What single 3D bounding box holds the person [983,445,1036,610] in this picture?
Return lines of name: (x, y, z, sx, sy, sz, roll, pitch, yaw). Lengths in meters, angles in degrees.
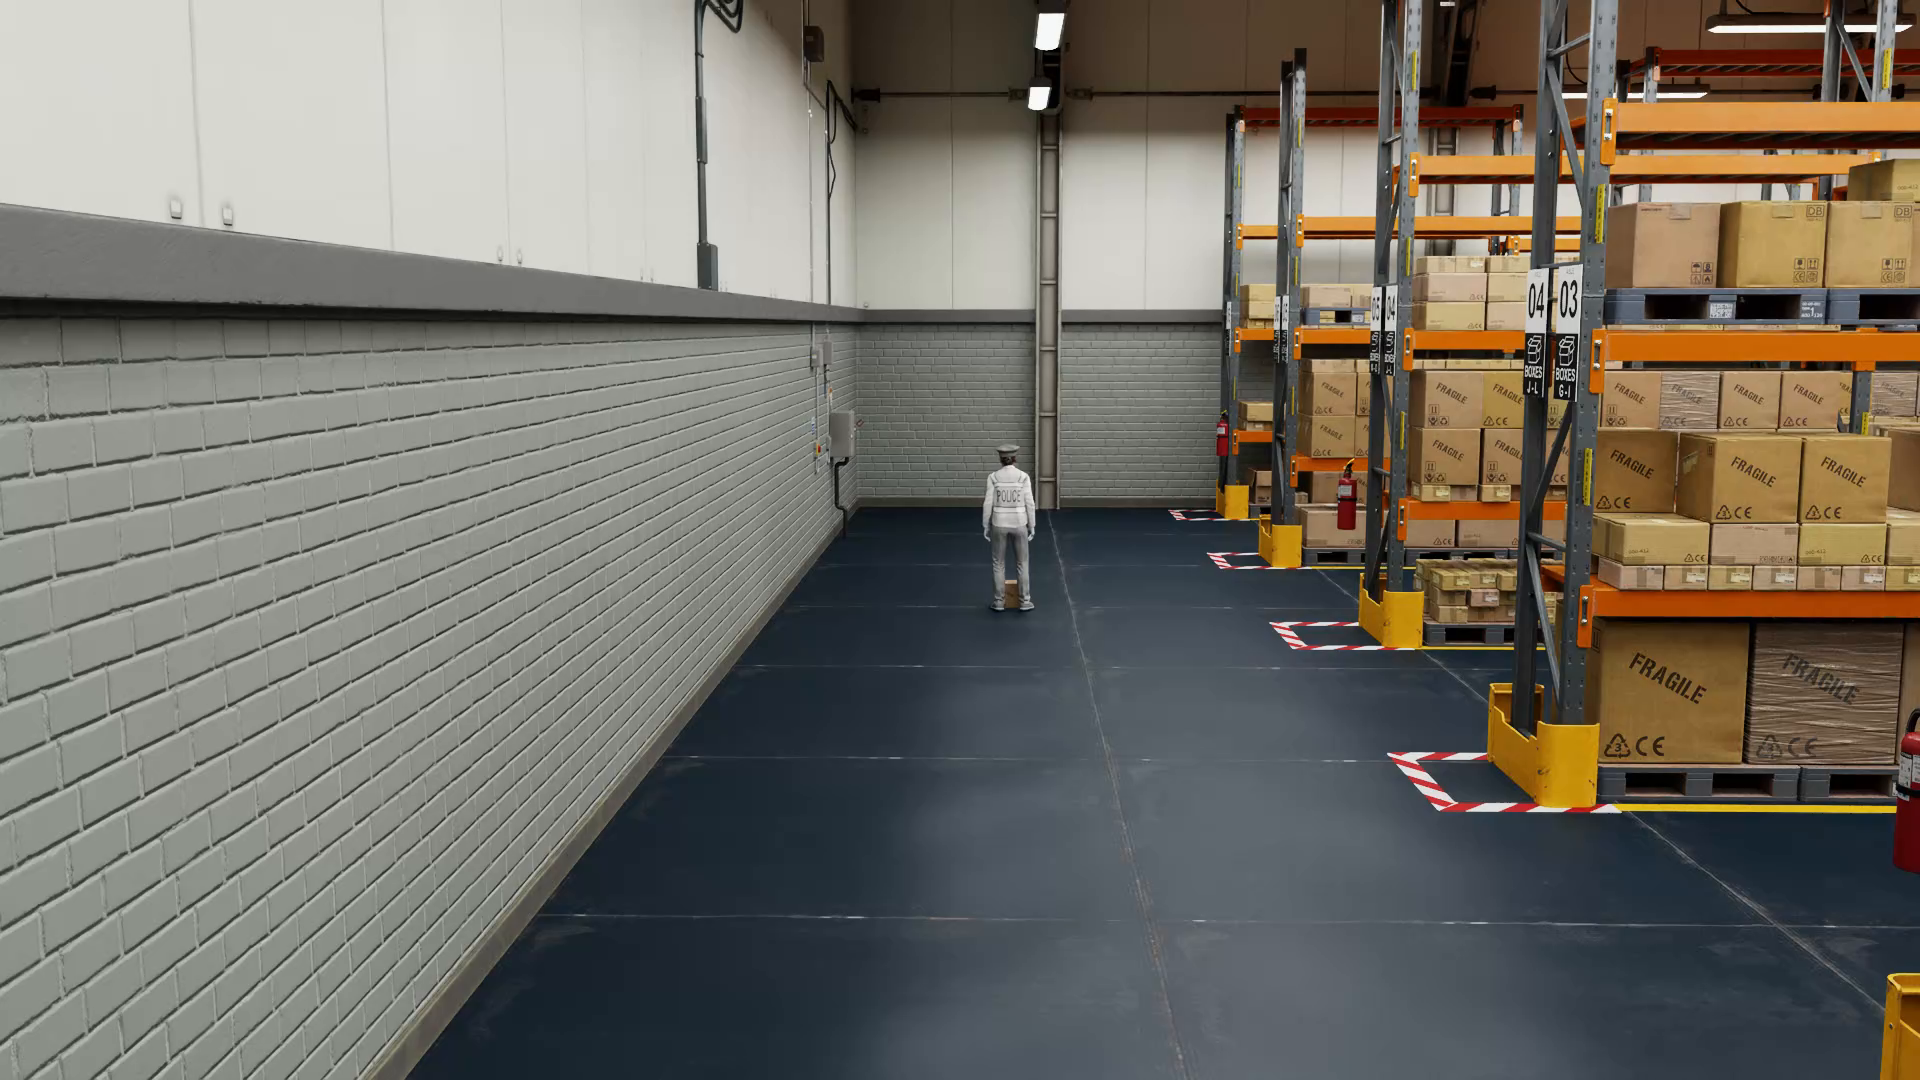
person: (0.496, -0.119, 16.687, 0.526, 1.662, 0.375, 0, 7, 1)
